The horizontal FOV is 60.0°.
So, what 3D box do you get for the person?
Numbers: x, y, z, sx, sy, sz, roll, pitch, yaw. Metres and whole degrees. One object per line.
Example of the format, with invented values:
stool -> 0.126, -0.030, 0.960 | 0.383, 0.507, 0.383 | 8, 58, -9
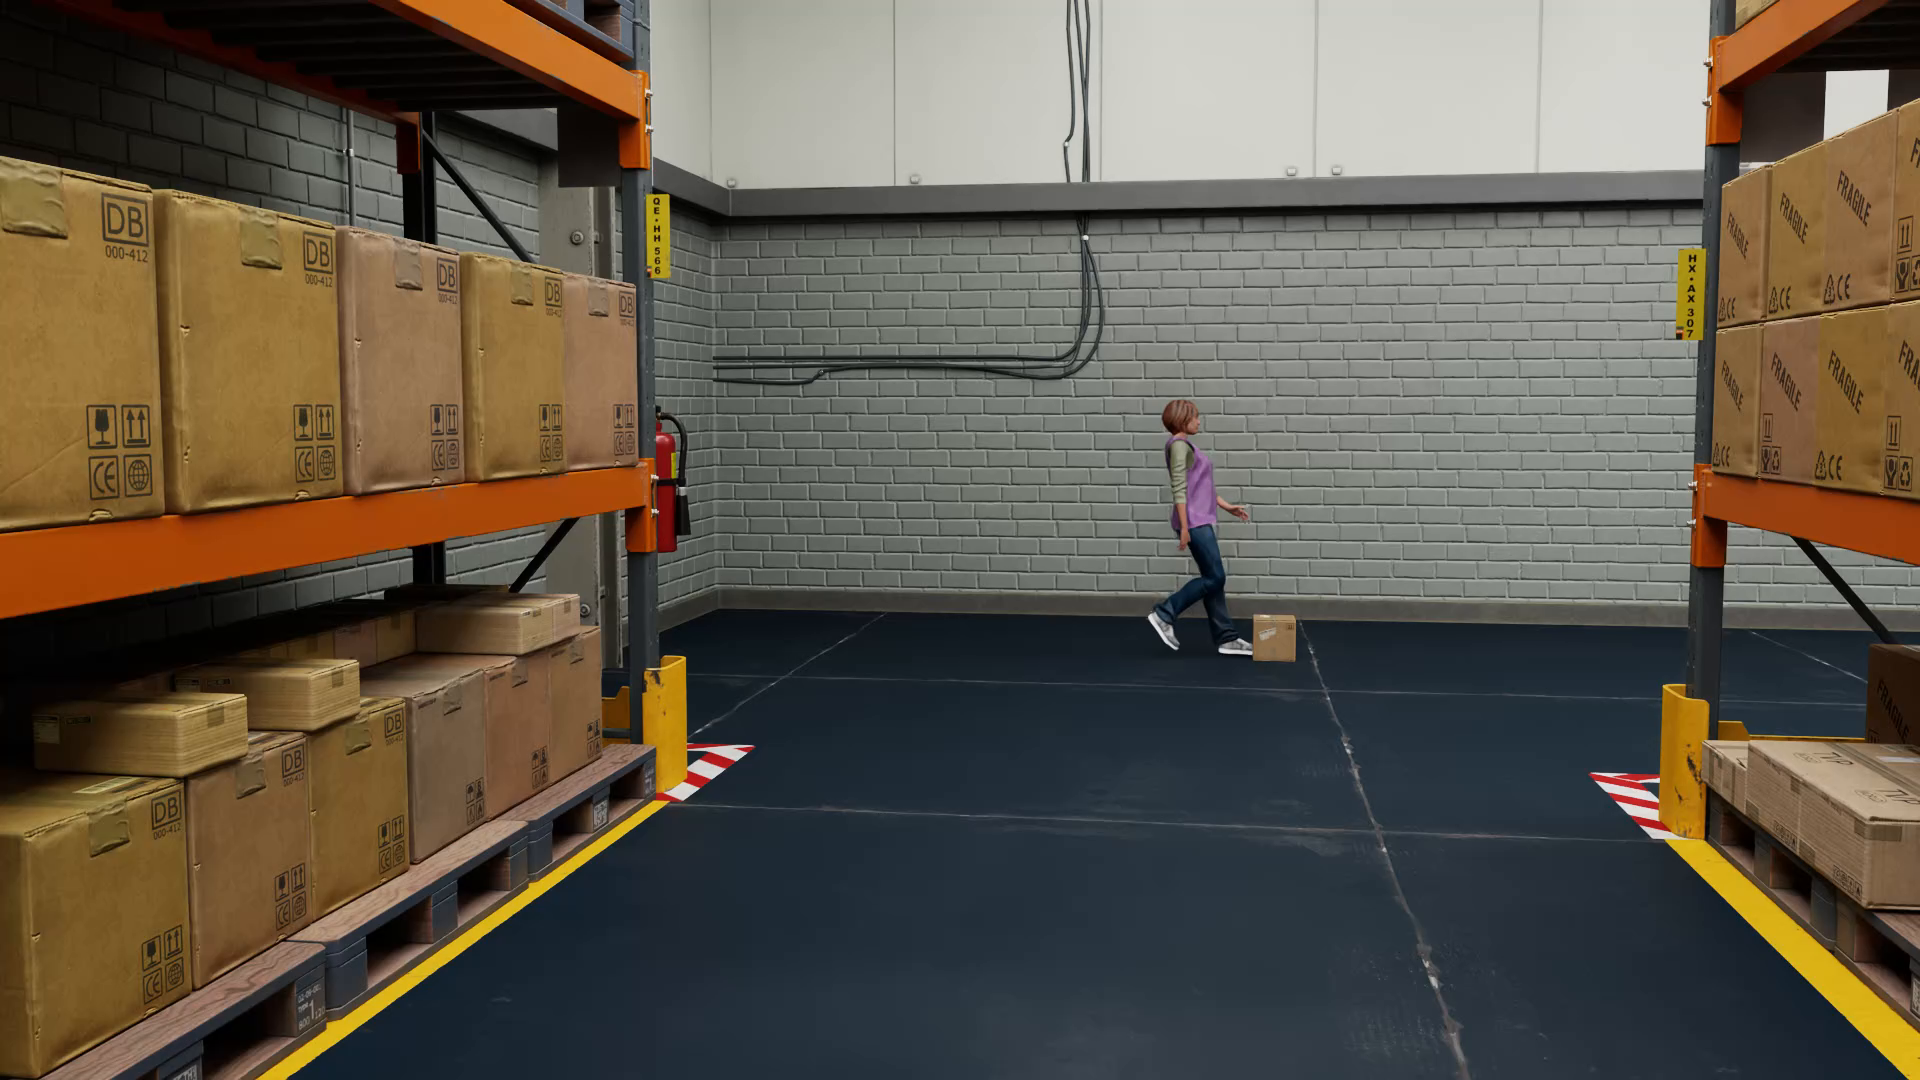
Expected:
person -> 1.500, -0.071, 10.101 | 0.697, 1.551, 0.473 | 1, 5, 10
